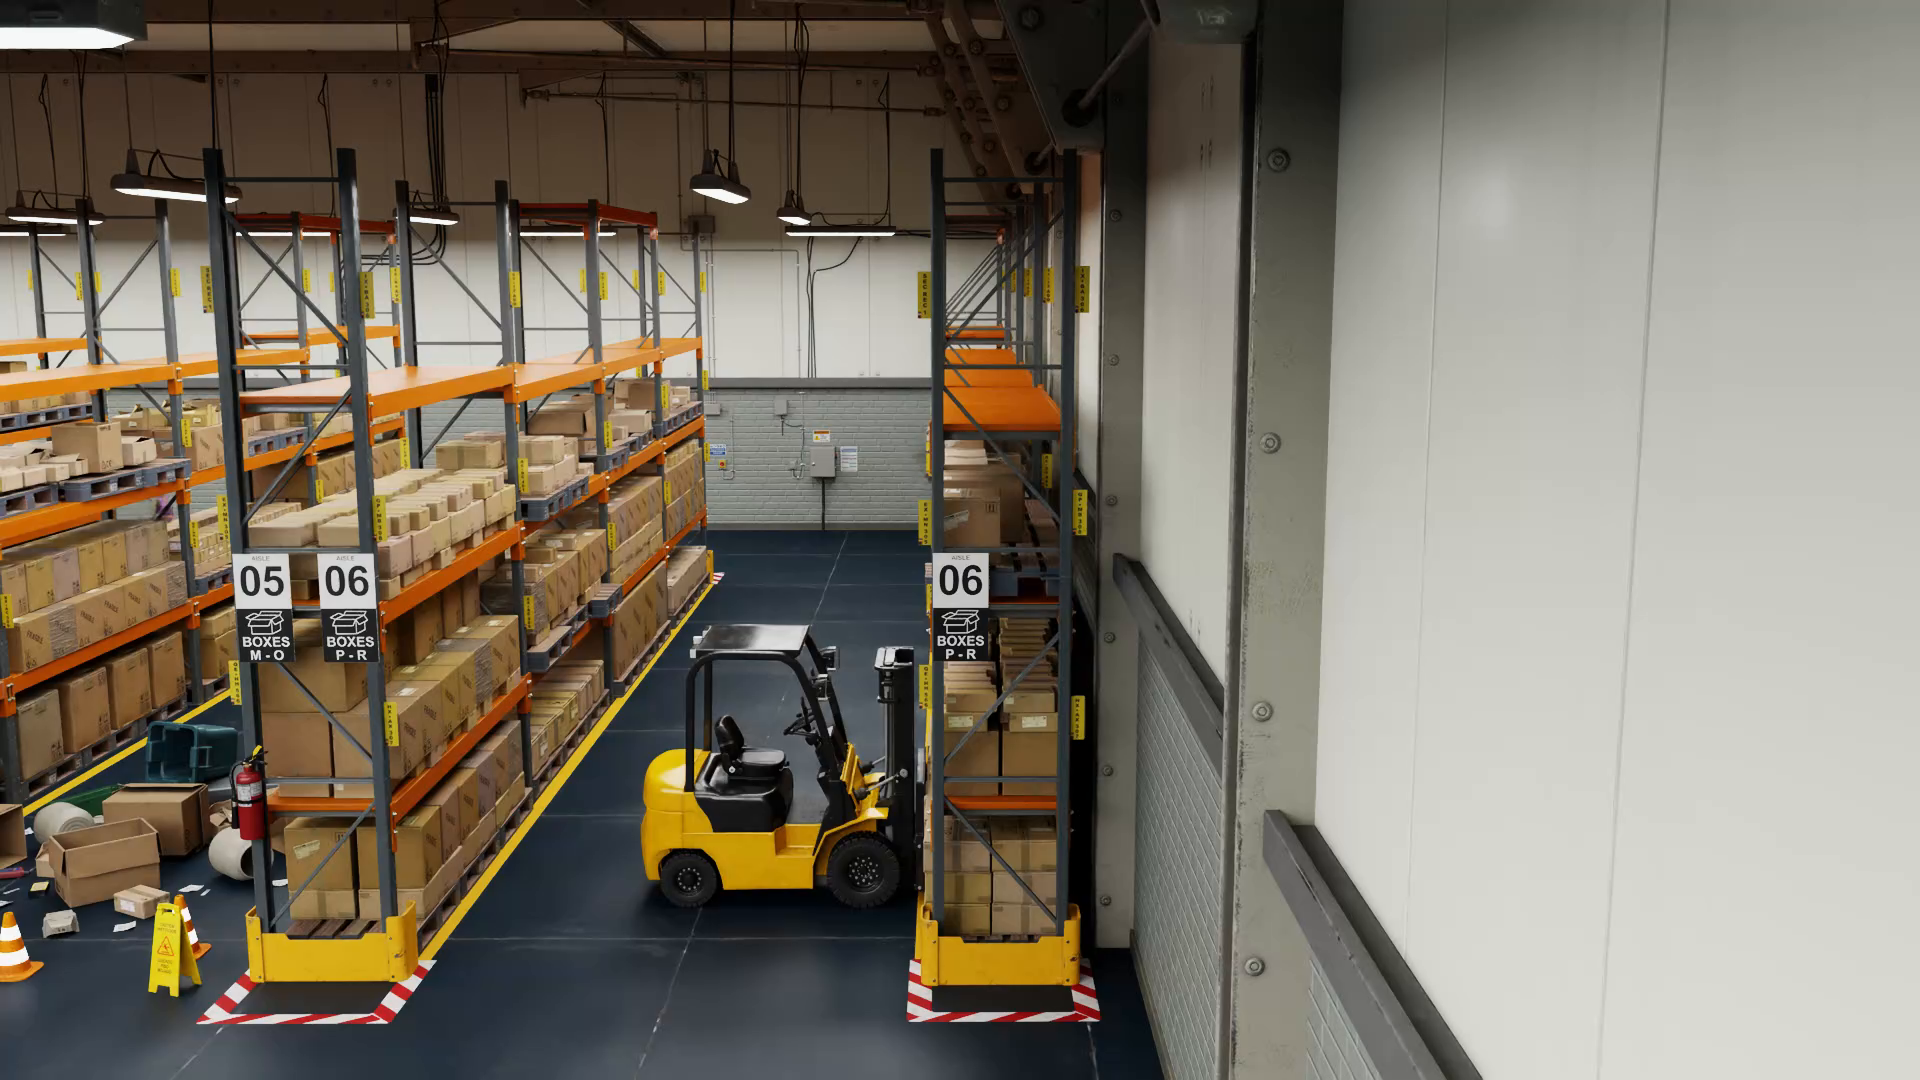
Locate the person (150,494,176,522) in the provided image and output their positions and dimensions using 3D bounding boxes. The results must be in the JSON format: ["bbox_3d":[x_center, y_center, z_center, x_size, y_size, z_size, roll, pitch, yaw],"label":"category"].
[{"bbox_3d":[-13.772,-0.160,28.770,0.763,1.522,0.542,3,10,17],"label":"person"}]
